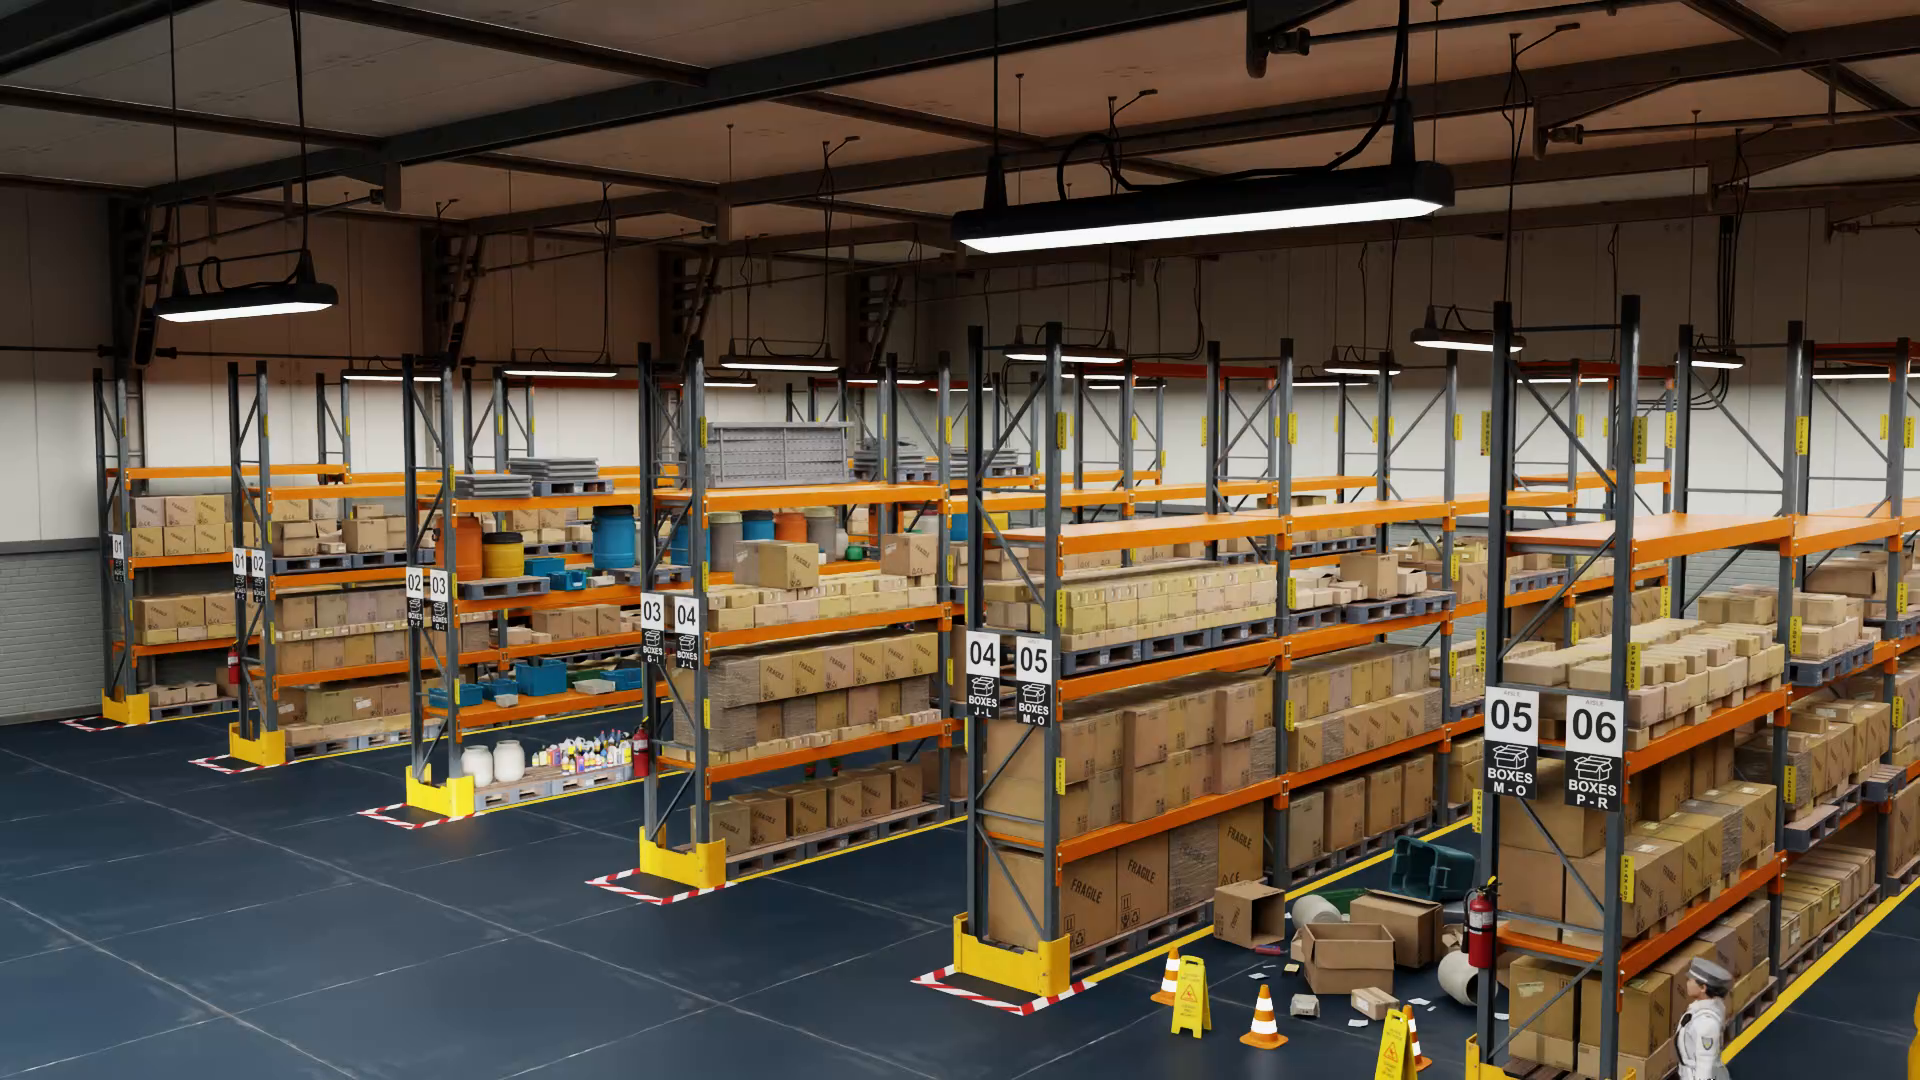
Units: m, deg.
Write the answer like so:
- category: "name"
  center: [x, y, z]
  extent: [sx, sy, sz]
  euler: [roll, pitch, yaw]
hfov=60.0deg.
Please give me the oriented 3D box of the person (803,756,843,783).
- category: "person"
  center: [-1.946, 2.610, 22.833]
  extent: [0.758, 1.818, 0.564]
  euler: [-3, 5, -37]

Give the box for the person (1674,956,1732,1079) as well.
- category: "person"
  center: [4.848, 3.520, 10.724]
  extent: [0.627, 1.668, 0.462]
  euler: [1, 4, 9]

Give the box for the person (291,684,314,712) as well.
- category: "person"
  center: [-11.463, 2.209, 29.127]
  extent: [0.540, 1.658, 0.517]
  euler: [3, 5, 36]
